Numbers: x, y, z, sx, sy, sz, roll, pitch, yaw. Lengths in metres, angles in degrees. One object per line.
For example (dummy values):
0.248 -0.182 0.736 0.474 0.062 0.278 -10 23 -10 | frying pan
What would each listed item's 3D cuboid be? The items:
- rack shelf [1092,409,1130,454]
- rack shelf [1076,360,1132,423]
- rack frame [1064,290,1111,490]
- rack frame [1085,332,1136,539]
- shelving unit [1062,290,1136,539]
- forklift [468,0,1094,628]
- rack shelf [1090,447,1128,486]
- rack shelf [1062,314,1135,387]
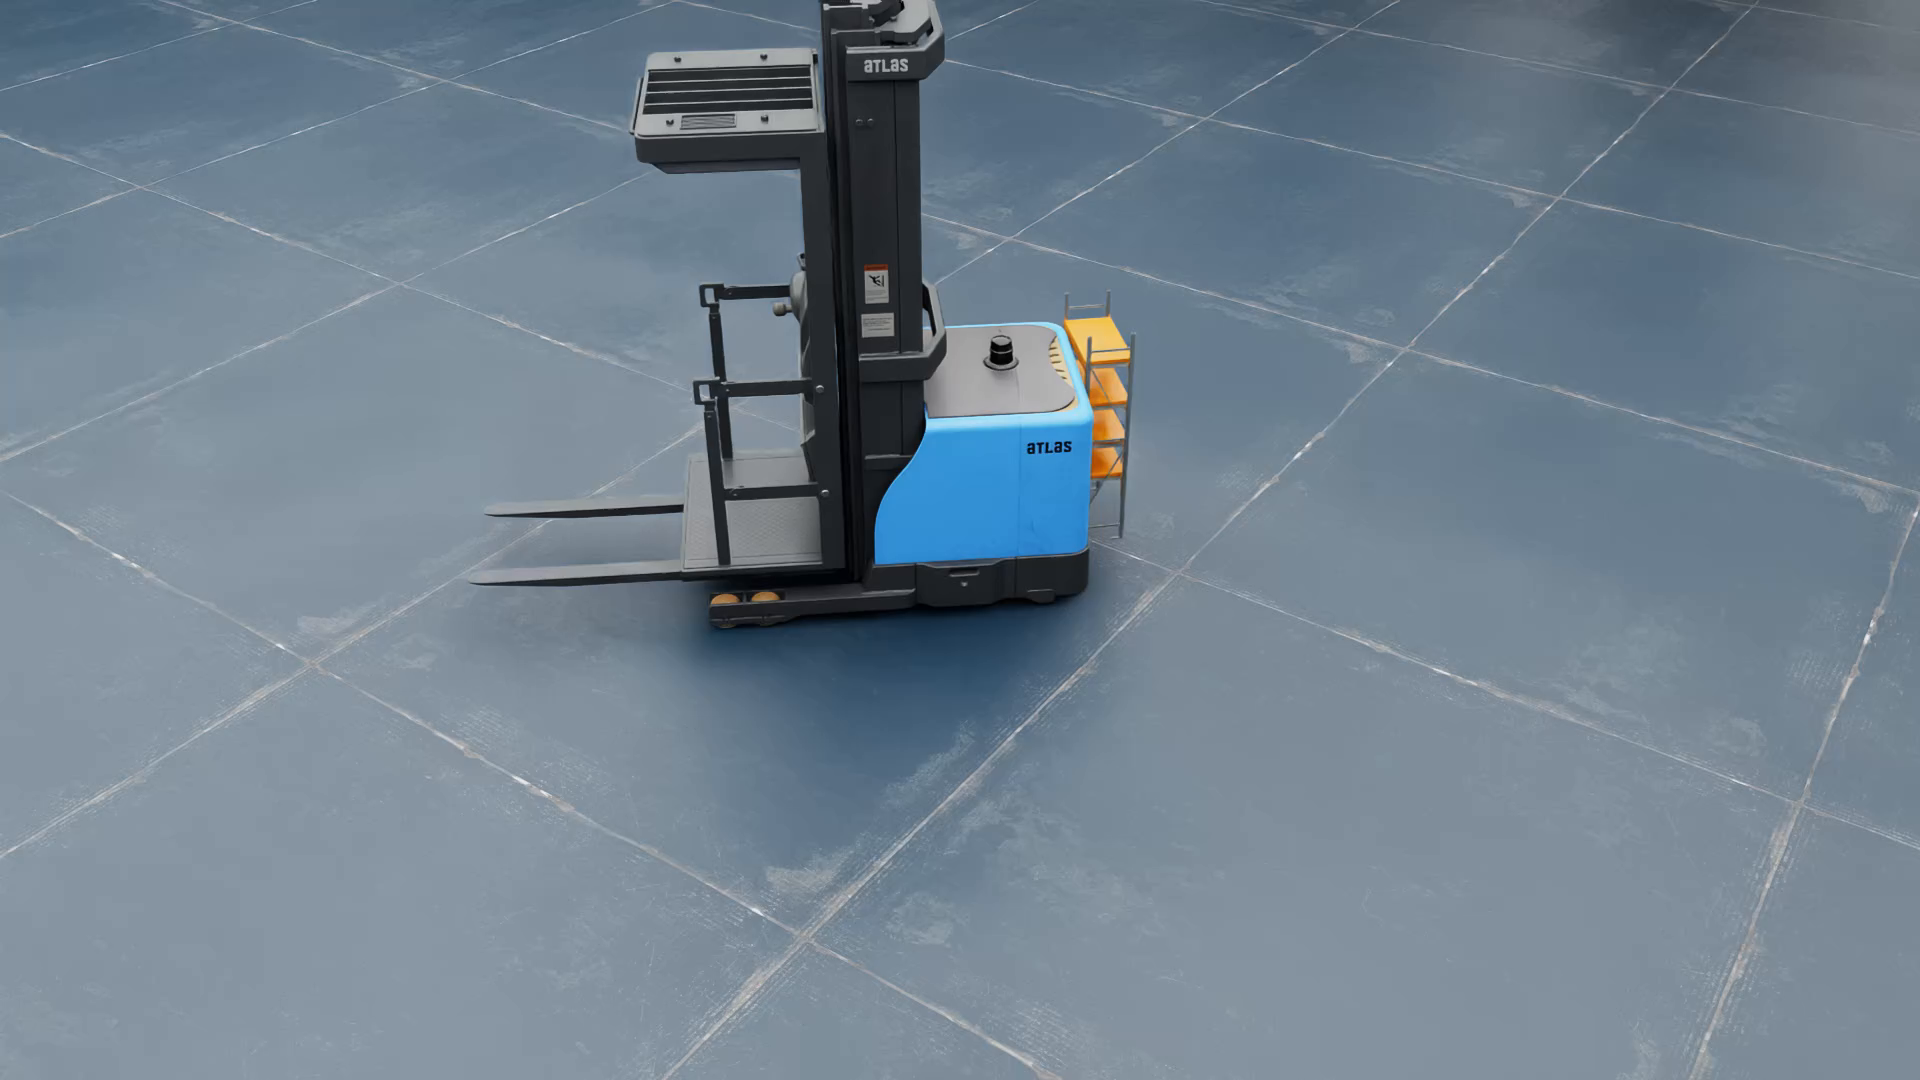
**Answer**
0.695 -0.578 8.653 0.258 0.148 0.480 -6 34 -8 | rack shelf
0.695 -0.763 8.528 0.258 0.148 0.480 -6 34 -8 | rack shelf
0.653 -0.768 8.815 0.240 1.200 0.015 -6 34 -8 | rack frame
0.738 -0.499 8.417 0.240 1.200 0.015 -6 34 -8 | rack frame
0.695 -0.633 8.616 0.258 1.200 0.503 -6 34 -8 | shelving unit
-0.912 -1.096 7.755 3.031 2.935 1.130 -3 34 -5 | forklift
0.695 -0.413 8.765 0.258 0.148 0.480 -6 34 -8 | rack shelf
0.695 -0.959 8.396 0.258 0.148 0.480 -6 34 -8 | rack shelf
